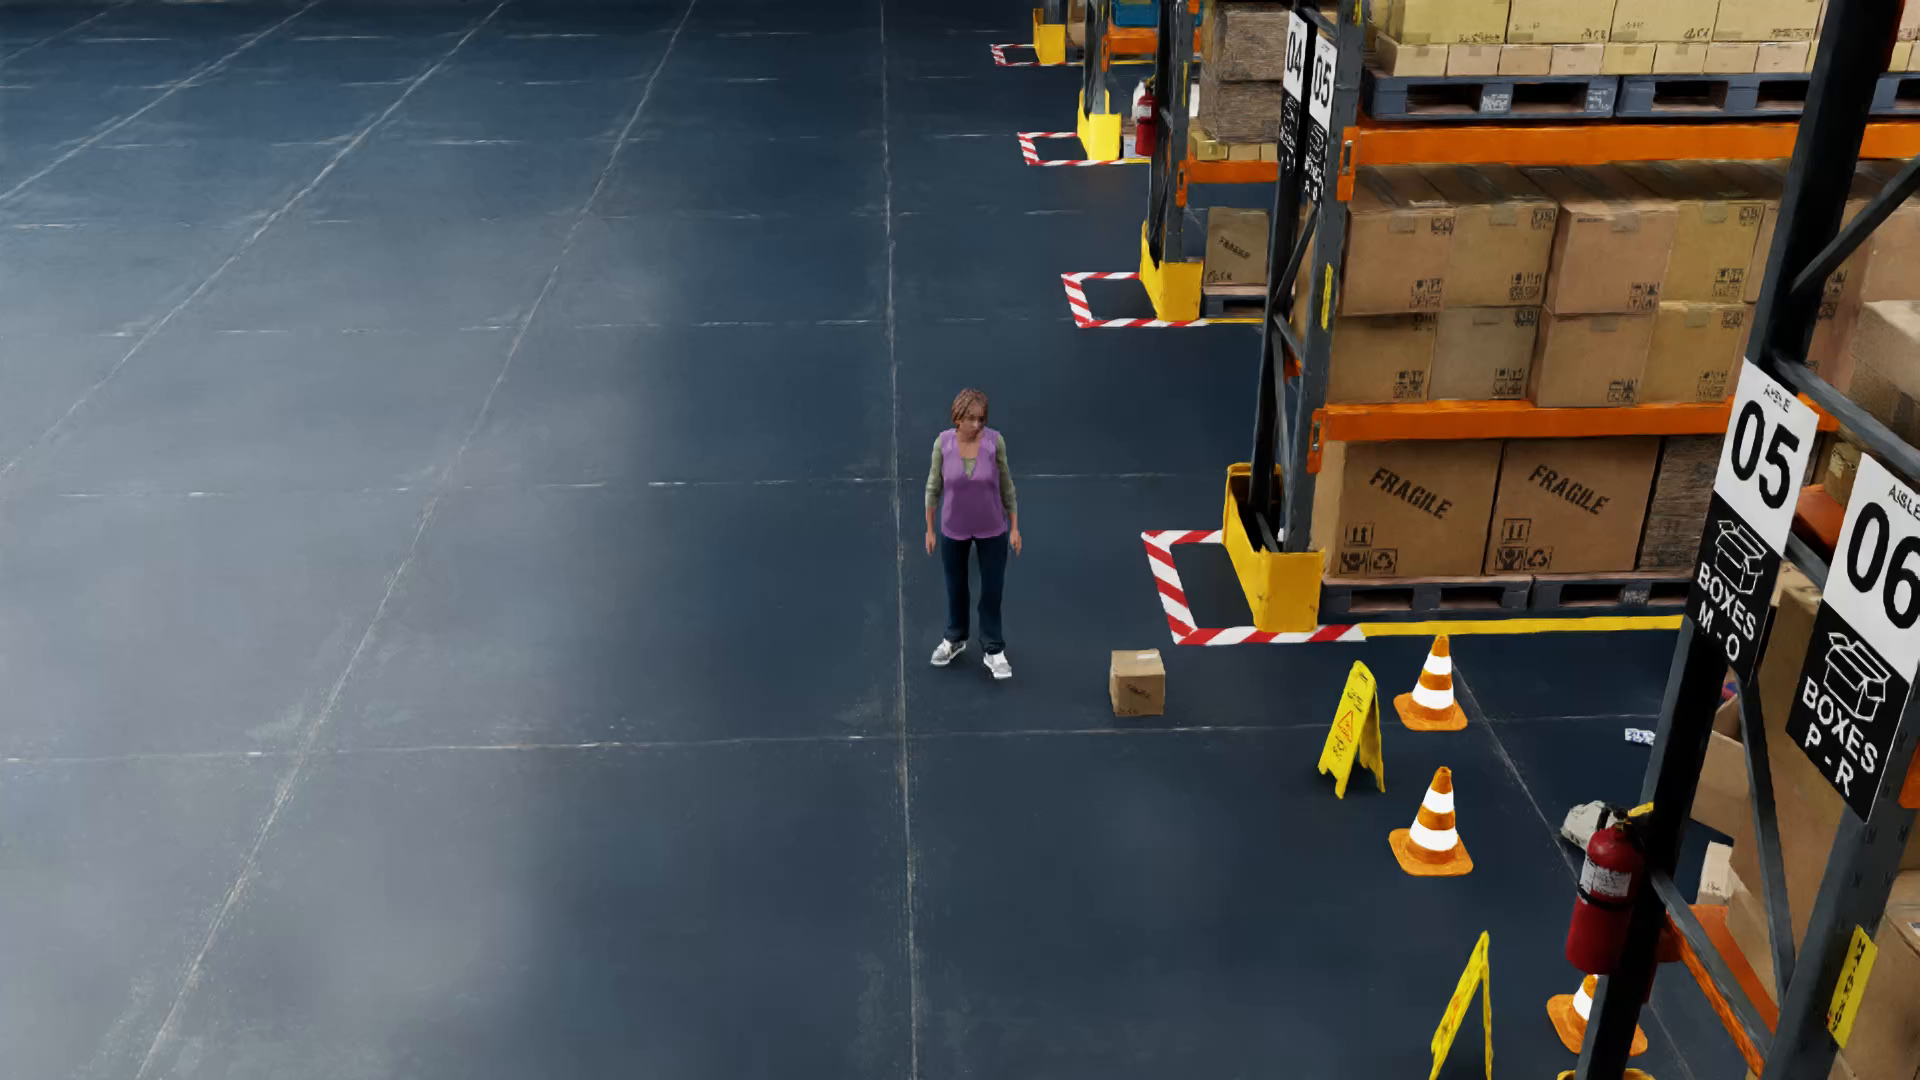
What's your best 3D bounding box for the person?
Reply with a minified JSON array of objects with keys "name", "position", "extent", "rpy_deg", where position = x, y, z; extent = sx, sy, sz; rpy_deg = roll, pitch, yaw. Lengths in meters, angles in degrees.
[{"name":"person","position":[0.069,0.012,8.672],"extent":[0.506,1.499,0.414],"rpy_deg":[1,28,3]}]
